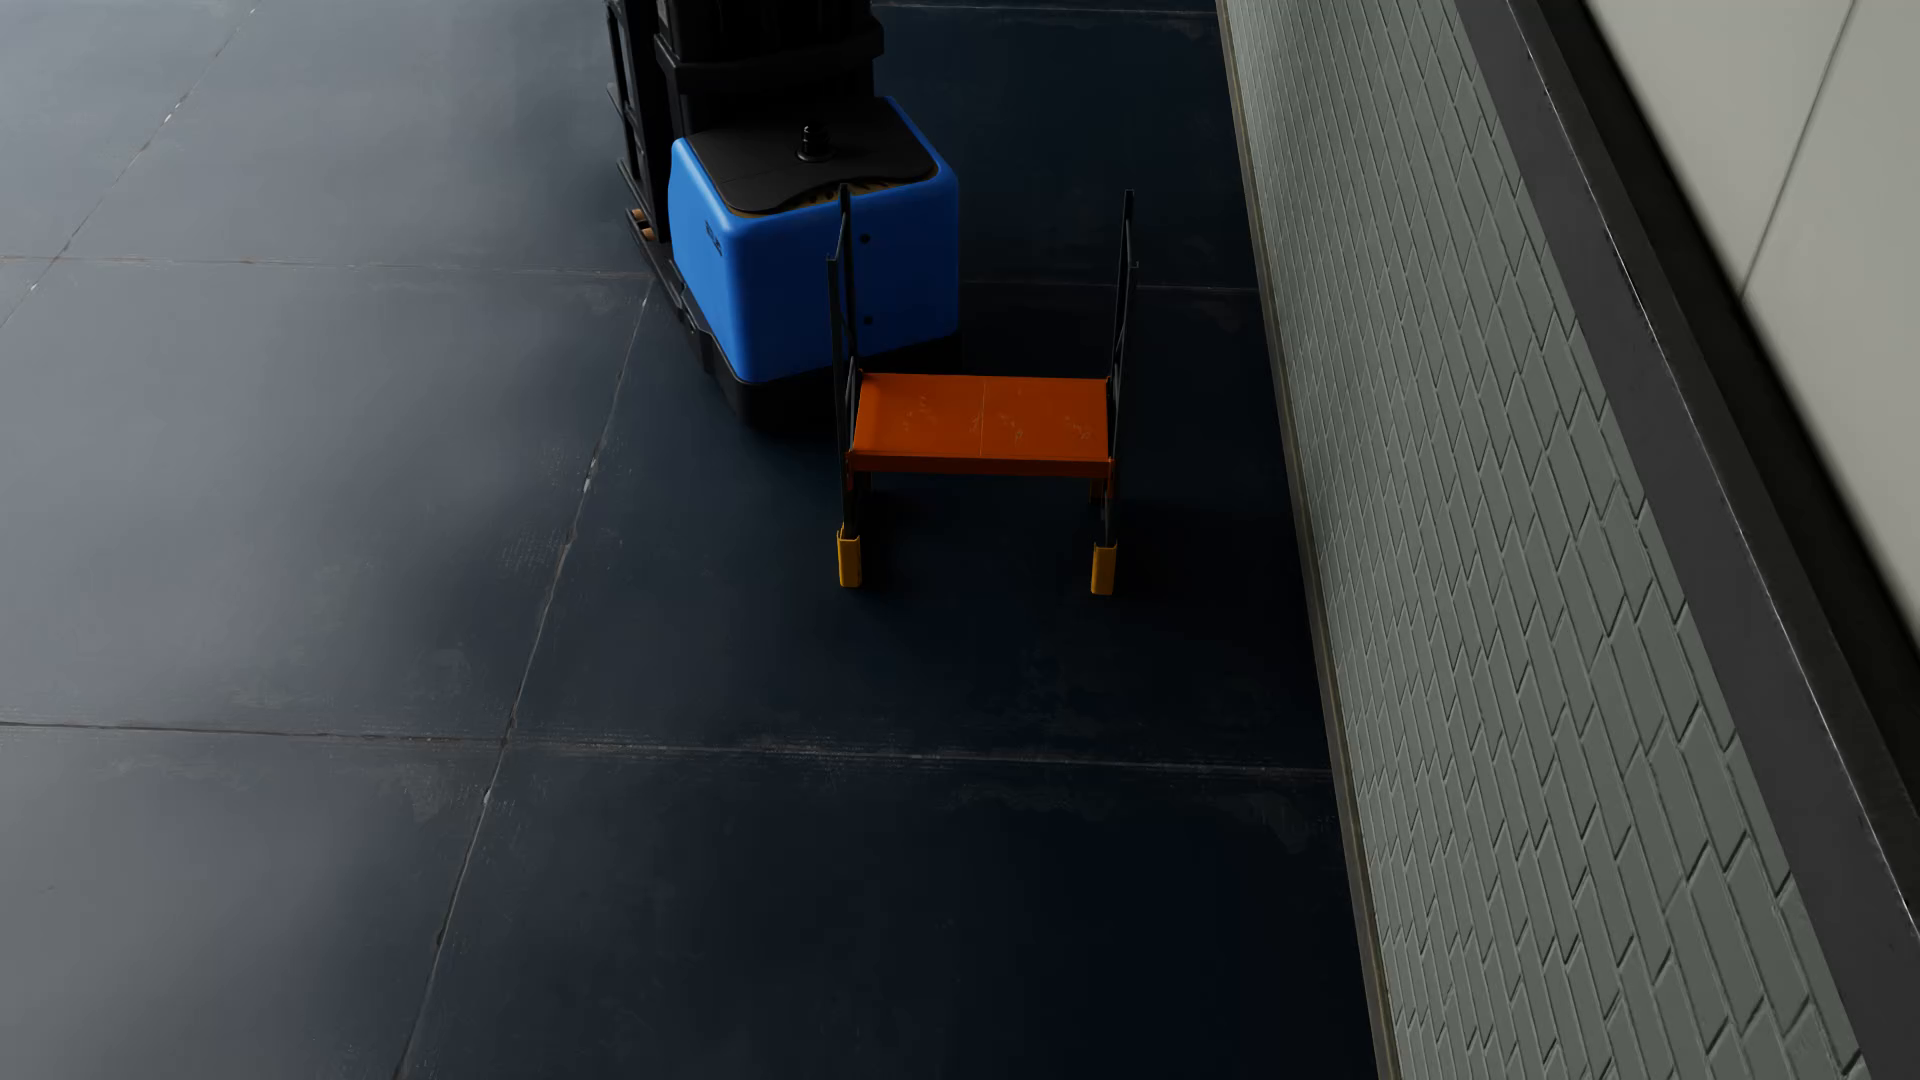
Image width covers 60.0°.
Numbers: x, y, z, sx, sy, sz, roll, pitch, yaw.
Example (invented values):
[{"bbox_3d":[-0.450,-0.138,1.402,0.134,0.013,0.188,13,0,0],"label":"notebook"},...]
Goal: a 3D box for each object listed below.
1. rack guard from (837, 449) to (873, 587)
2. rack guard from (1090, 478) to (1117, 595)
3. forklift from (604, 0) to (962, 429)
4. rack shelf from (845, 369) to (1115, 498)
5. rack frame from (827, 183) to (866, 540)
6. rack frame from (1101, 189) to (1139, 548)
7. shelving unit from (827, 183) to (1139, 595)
[{"bbox_3d":[-0.421,-0.104,6.714,0.087,0.250,0.587,2,43,2],"label":"rack guard"},{"bbox_3d":[0.574,-0.074,6.681,0.087,0.250,0.587,2,43,2],"label":"rack guard"},{"bbox_3d":[-1.036,-2.565,7.389,1.130,2.935,3.031,-16,45,-17],"label":"forklift"},{"bbox_3d":[0.085,-0.415,6.394,1.000,0.185,0.538,2,43,2],"label":"rack shelf"},{"bbox_3d":[-0.423,-0.562,6.288,0.032,1.500,0.500,2,43,2],"label":"rack frame"},{"bbox_3d":[0.593,-0.531,6.255,0.032,1.500,0.500,2,43,2],"label":"rack frame"},{"bbox_3d":[0.076,-0.546,6.272,1.083,1.500,0.587,2,43,2],"label":"shelving unit"}]
